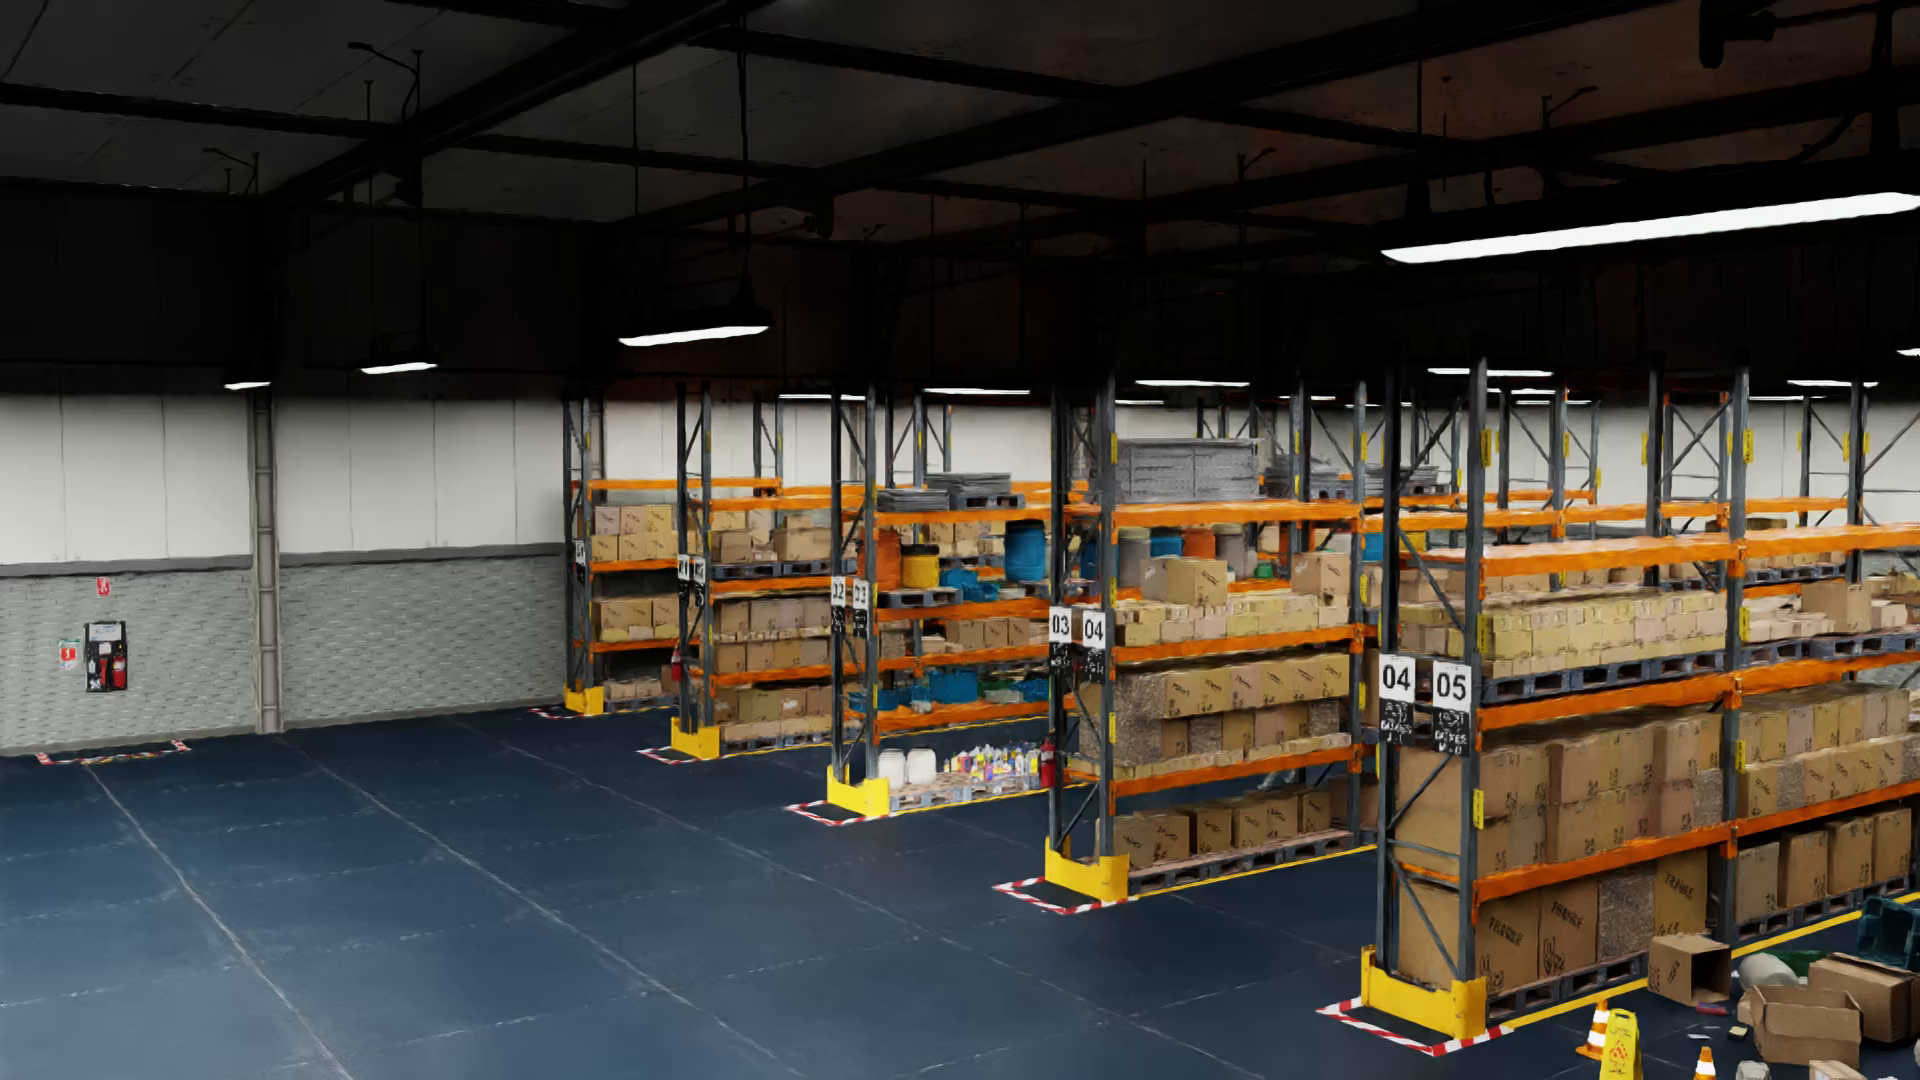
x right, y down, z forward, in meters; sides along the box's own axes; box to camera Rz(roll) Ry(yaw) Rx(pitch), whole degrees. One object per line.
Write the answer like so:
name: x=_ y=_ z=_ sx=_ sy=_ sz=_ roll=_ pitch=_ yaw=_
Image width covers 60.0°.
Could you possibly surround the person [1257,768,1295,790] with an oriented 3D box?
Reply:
person: x=4.601 y=2.791 z=24.189 sx=1.075 sy=1.585 sz=0.498 roll=-3 pitch=5 yaw=-37
